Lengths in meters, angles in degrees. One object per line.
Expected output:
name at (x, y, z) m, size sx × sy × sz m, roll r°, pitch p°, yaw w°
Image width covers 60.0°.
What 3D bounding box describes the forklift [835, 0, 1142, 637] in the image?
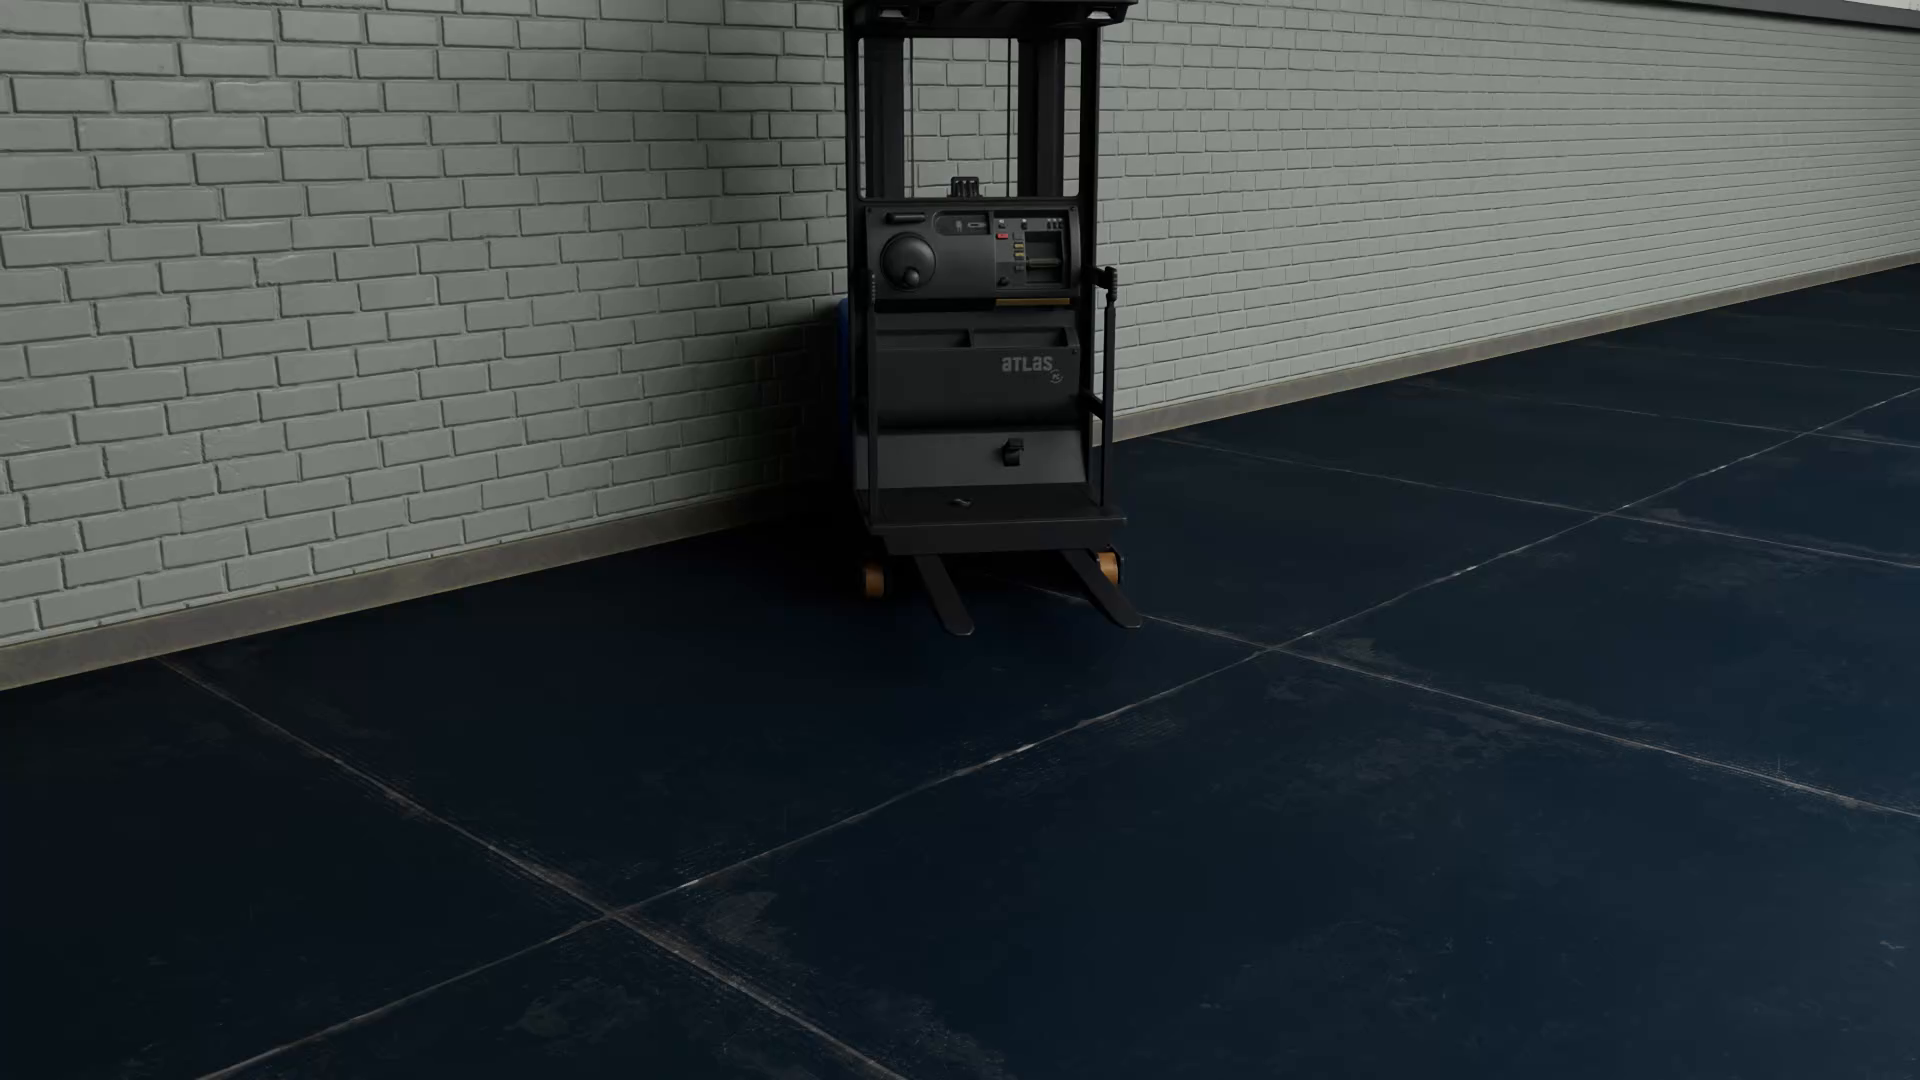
forklift at (0.090, -1.262, 6.963) m, size 1.130 × 2.935 × 3.031 m, roll -2°, pitch 15°, yaw -8°
